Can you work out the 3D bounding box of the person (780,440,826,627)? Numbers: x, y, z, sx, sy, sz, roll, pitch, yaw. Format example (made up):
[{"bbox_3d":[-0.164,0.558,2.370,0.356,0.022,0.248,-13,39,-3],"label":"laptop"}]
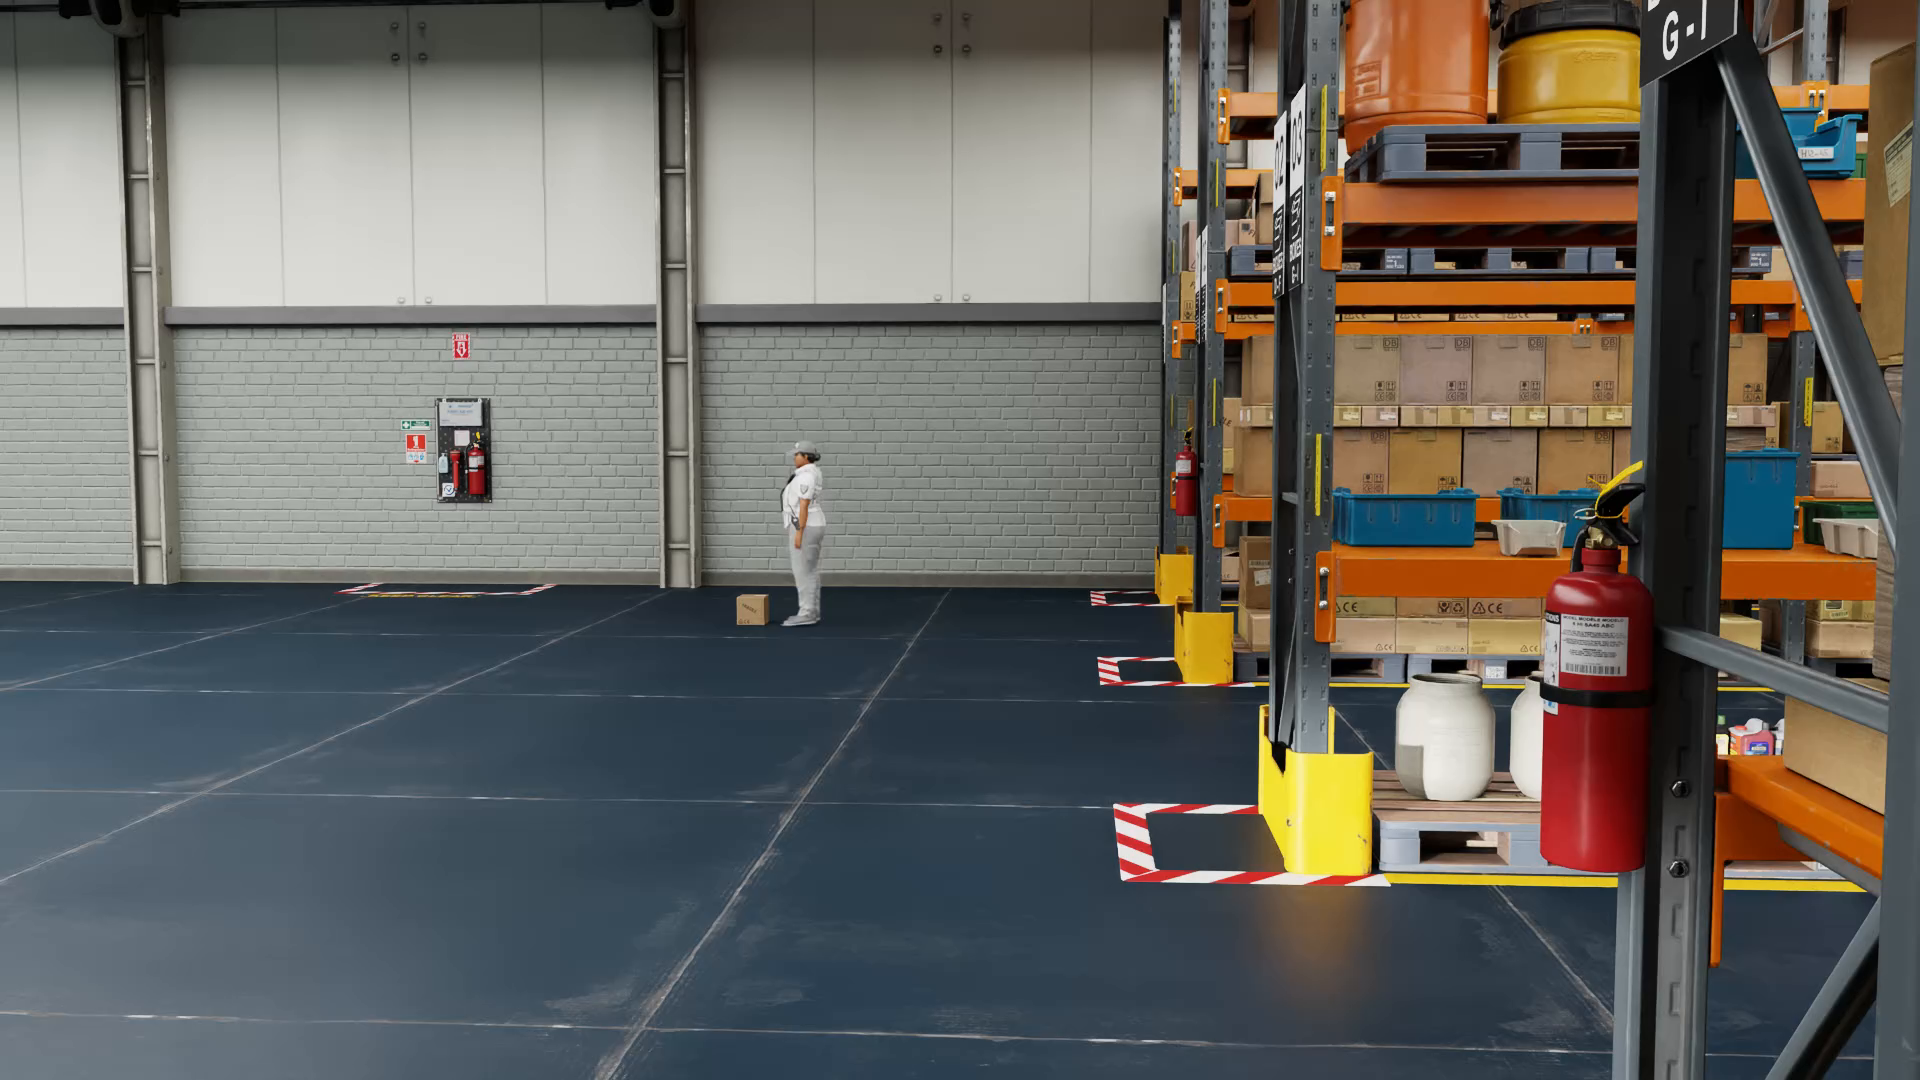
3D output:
[{"bbox_3d":[-1.408,-0.068,15.018,0.387,1.671,0.472,0,4,5],"label":"person"}]
